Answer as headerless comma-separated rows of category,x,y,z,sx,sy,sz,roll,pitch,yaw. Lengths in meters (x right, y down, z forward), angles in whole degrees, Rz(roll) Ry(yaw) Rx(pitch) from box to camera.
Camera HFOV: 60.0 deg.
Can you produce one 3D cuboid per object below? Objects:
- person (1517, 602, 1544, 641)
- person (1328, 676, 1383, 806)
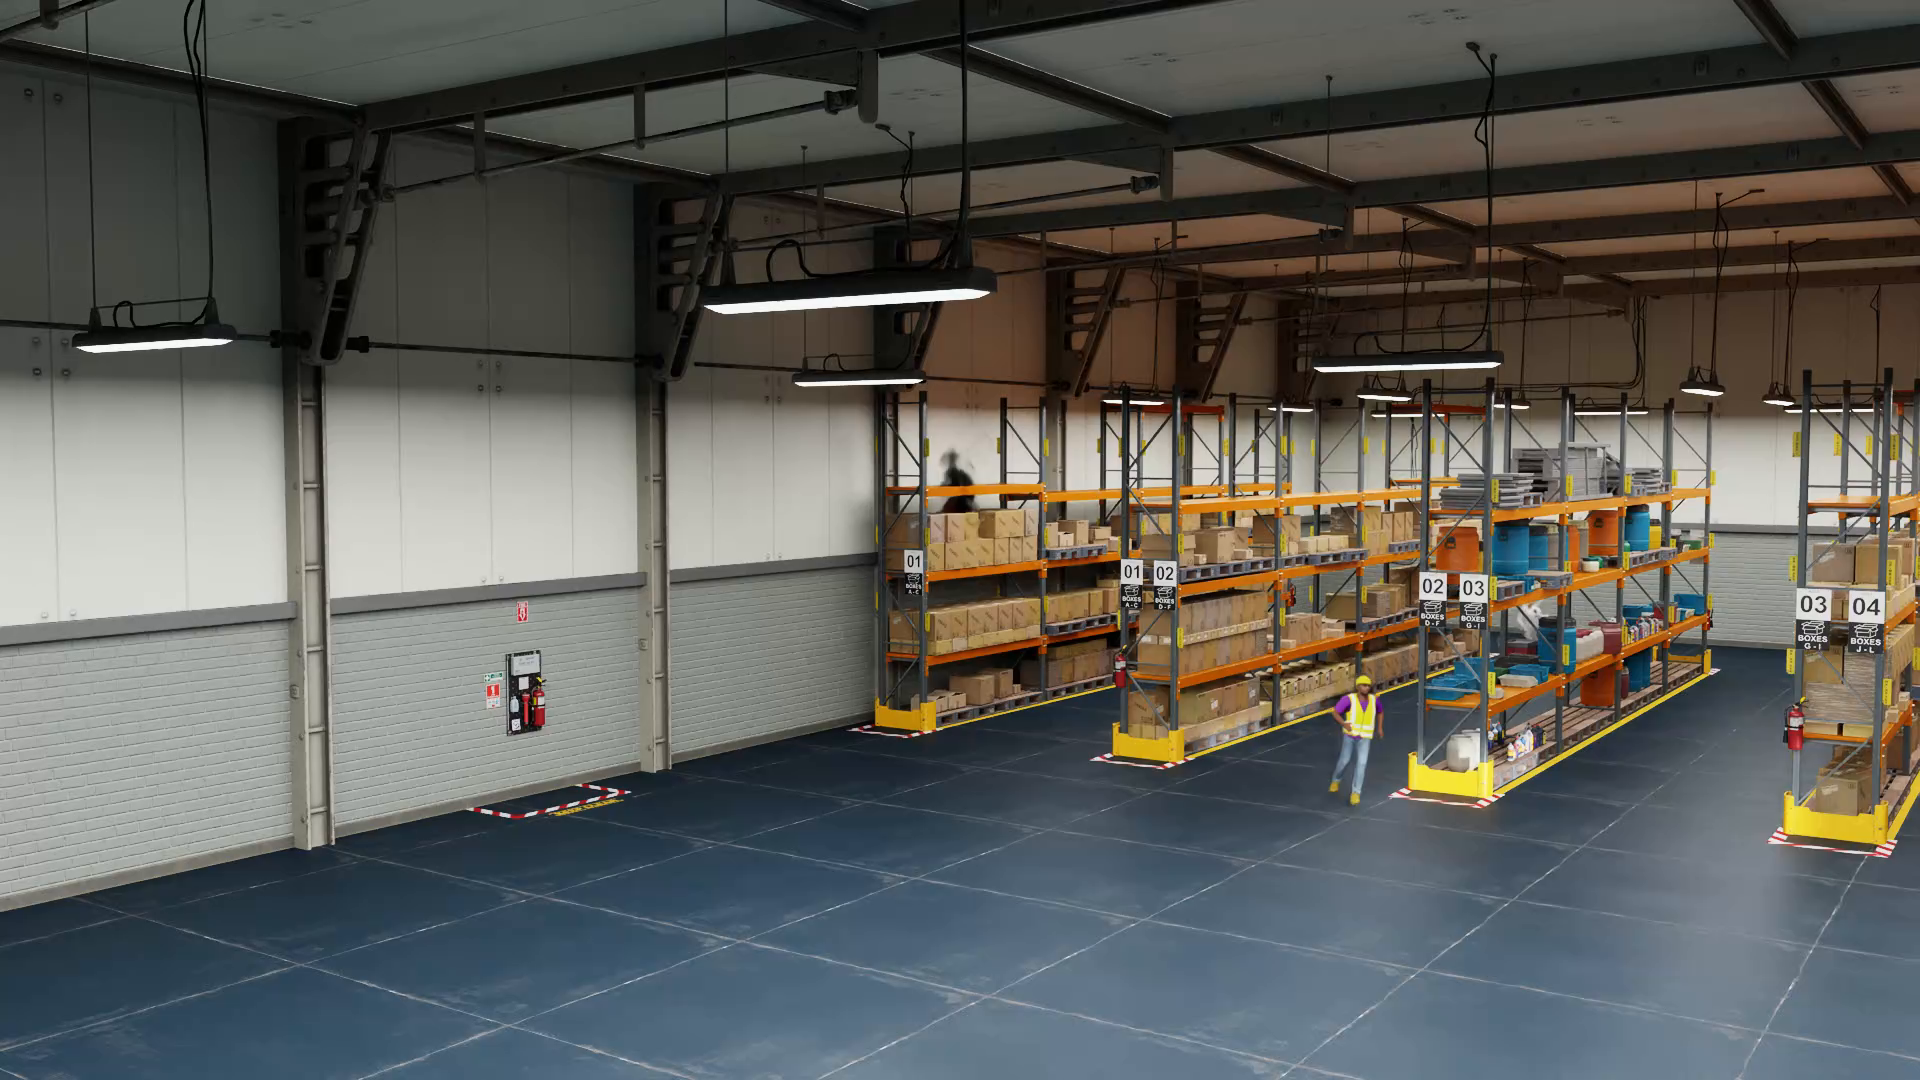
person,13.120,2.069,38.217,0.625,1.655,0.619,1,3,21
person,5.671,2.809,23.639,0.757,1.768,0.903,0,3,3
